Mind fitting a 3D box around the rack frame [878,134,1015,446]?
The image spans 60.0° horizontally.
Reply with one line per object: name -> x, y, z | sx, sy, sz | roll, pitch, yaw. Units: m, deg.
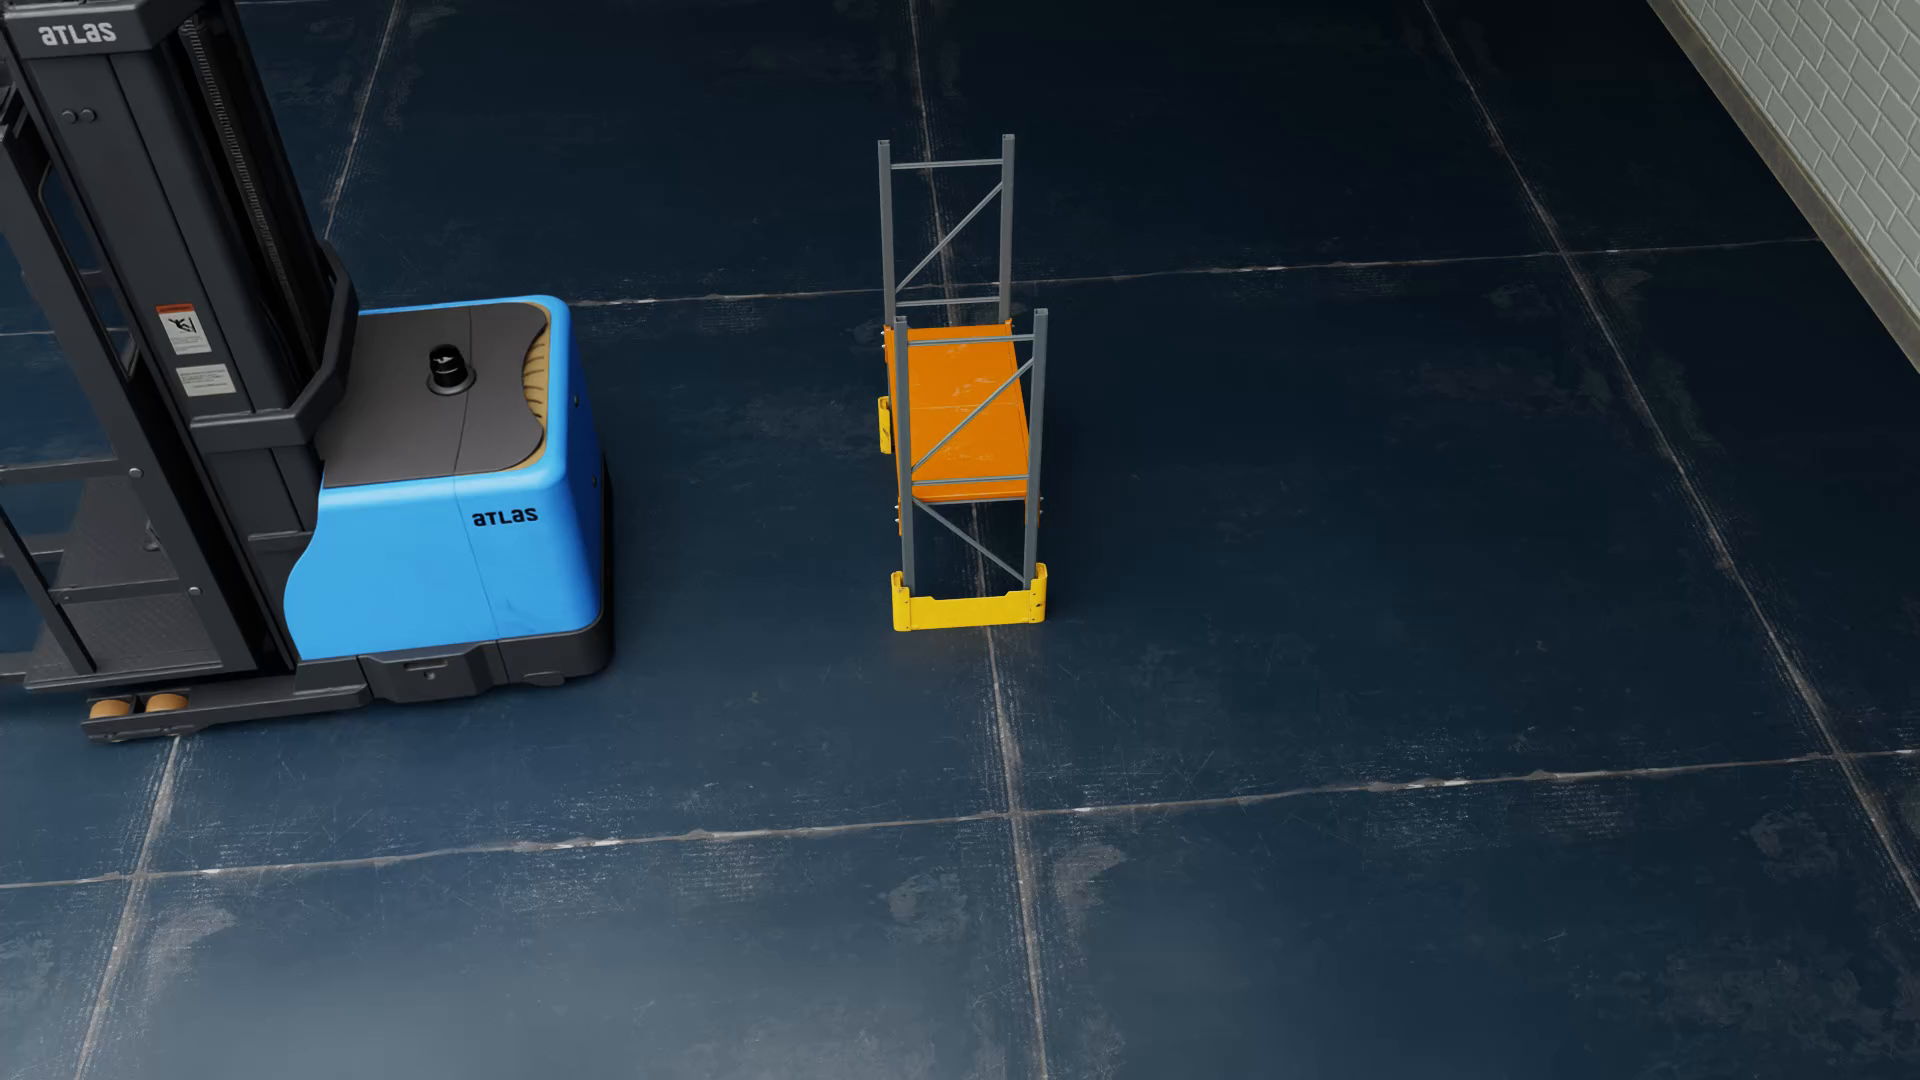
rack frame -> -0.050, -0.945, 6.612 | 0.500, 1.500, 0.032 | -3, 47, -3

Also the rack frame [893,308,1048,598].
rack frame -> 0.035, -0.210, 5.916 | 0.500, 1.500, 0.032 | -3, 47, -3

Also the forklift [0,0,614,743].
forklift -> -2.863, -0.685, 5.380 | 3.031, 2.935, 1.130 | -6, 47, -6

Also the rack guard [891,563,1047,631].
rack guard -> 0.035, 0.219, 6.370 | 0.587, 0.250, 0.087 | -3, 47, -3

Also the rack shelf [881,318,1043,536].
rack shelf -> -0.007, -0.454, 6.395 | 0.538, 0.185, 1.000 | -3, 47, -3

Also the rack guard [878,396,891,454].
rack guard -> -0.048, -0.501, 7.053 | 0.587, 0.250, 0.087 | -3, 47, -3

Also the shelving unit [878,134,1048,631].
shelving unit -> -0.006, -0.571, 6.258 | 0.587, 1.500, 1.083 | -3, 47, -3
